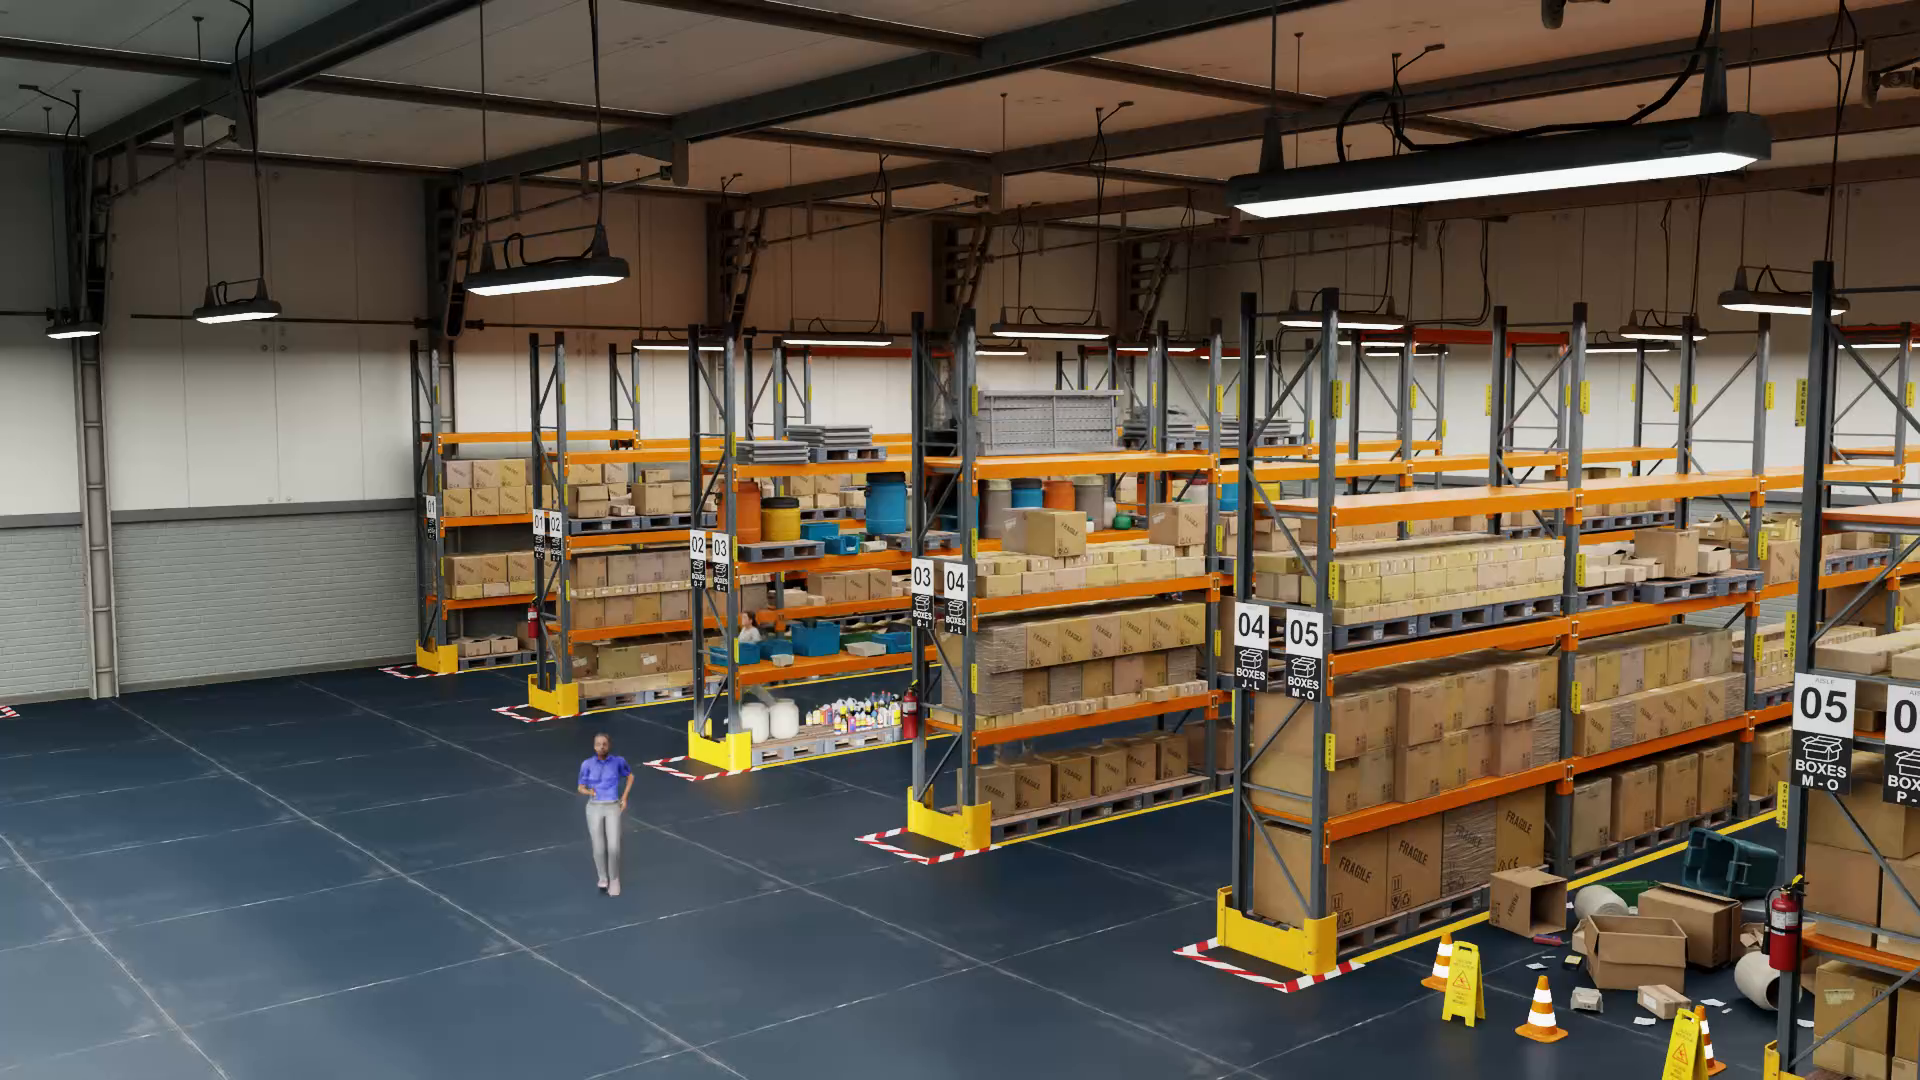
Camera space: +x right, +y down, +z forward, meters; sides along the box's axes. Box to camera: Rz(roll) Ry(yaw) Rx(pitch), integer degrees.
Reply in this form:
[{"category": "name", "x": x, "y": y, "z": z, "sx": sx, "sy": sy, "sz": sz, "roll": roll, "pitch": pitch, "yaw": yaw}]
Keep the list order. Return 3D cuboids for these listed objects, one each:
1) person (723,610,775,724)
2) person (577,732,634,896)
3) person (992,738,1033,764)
[{"category": "person", "x": -3.151, "y": 1.875, "z": 24.889, "sx": 0.894, "sy": 1.676, "sz": 0.564, "roll": -5, "pitch": 7, "yaw": -41}, {"category": "person", "x": -3.596, "y": 2.795, "z": 16.870, "sx": 0.556, "sy": 1.678, "sz": 0.652, "roll": -1, "pitch": 5, "yaw": -8}, {"category": "person", "x": 0.679, "y": 2.120, "z": 22.016, "sx": 0.678, "sy": 1.831, "sz": 0.770, "roll": 4, "pitch": 7, "yaw": 36}]
